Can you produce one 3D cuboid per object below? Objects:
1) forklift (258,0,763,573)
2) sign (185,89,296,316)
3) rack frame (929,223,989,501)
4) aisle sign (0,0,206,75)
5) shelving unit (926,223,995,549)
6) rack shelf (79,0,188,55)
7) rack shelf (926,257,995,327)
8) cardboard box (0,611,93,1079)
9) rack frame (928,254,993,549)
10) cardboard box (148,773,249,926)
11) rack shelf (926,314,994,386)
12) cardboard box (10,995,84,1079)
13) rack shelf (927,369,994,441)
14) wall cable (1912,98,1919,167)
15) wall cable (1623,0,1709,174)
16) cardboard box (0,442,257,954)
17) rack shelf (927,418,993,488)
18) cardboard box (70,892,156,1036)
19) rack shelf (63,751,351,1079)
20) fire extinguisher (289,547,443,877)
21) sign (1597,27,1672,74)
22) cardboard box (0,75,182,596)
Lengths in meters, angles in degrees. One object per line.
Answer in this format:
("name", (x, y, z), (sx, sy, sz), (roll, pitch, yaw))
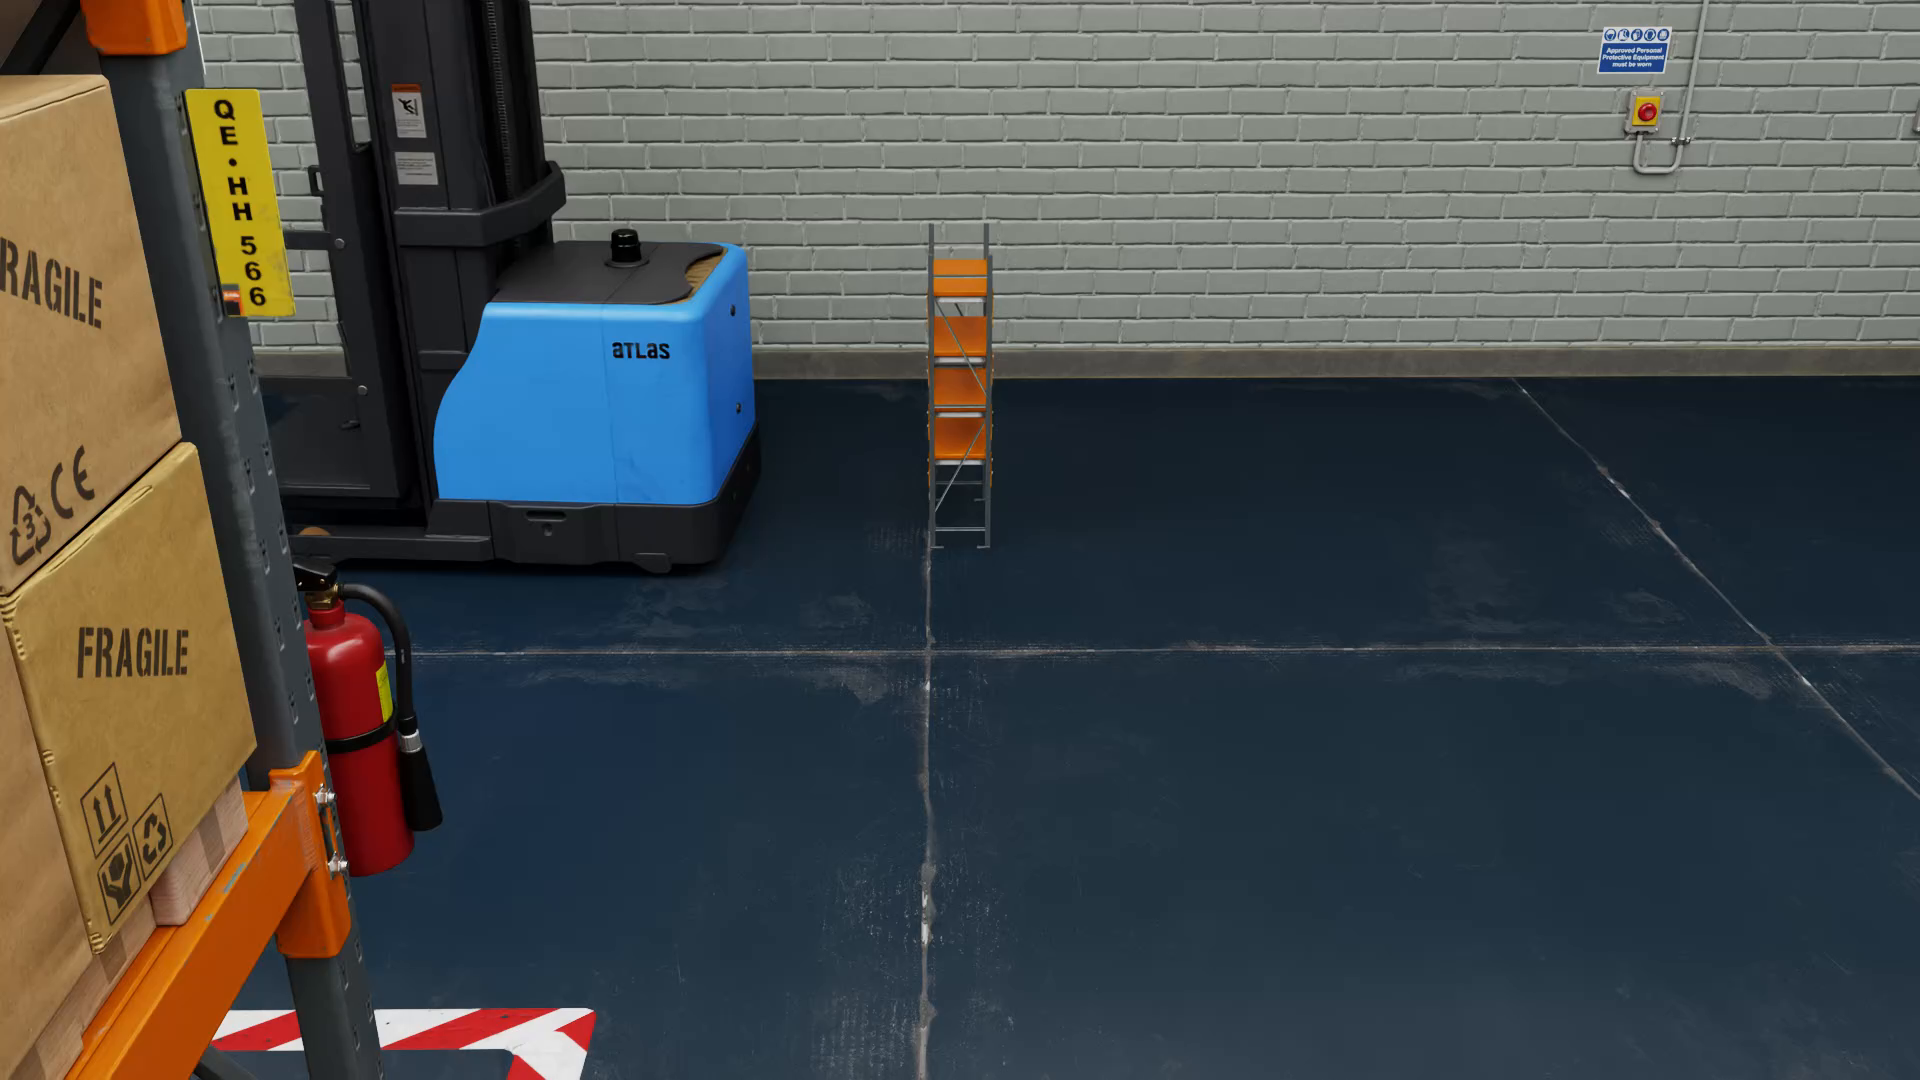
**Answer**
("forklift", (-2.394, -1.431, 6.358), (3.031, 2.935, 1.130), (2, 24, 4))
("sign", (-1.027, -0.478, 2.378), (0.100, 0.325, 0.005), (0, 24, -1))
("rack frame", (-0.004, -0.715, 6.876), (0.240, 1.200, 0.015), (0, 24, -1))
("aisle sign", (-1.282, -1.028, 2.228), (0.394, 0.787, 0.004), (0, 24, -1))
("shelving unit", (-0.002, -0.615, 6.654), (0.258, 1.200, 0.503), (0, 24, -1))
("rack shelf", (-1.560, -0.027, 0.403), (1.077, 0.370, 4.000), (0, 24, -1))
("rack shelf", (-0.002, -0.973, 6.492), (0.258, 0.148, 0.480), (0, 24, -1))
("cardboard box", (-1.319, 0.403, 1.737), (0.500, 0.500, 0.500), (-1, 24, -1))
("rack frame", (0.001, -0.514, 6.431), (0.240, 1.200, 0.015), (0, 24, -1))
("cardboard box", (-1.296, 0.435, 2.452), (0.380, 0.149, 0.250), (0, 24, 0))
("rack shelf", (-0.002, -0.757, 6.589), (0.258, 0.148, 0.480), (0, 24, -1))
("cardboard box", (-1.313, 0.641, 1.997), (0.380, 0.149, 0.250), (0, 24, -1))
("rack shelf", (-0.002, -0.554, 6.681), (0.258, 0.148, 0.480), (0, 24, -1))
("wall cable", (4.700, -2.674, 7.788), (0.588, 1.984, 0.122), (0, 24, -1))
("wall cable", (3.282, -2.677, 7.757), (0.585, 1.953, 0.123), (0, 24, -1))
("cardboard box", (-1.319, 0.191, 2.206), (0.500, 0.500, 0.500), (0, 24, 1))
("rack shelf", (-0.002, -0.373, 6.763), (0.258, 0.148, 0.480), (0, 24, -1))
("cardboard box", (-1.330, 0.538, 2.225), (0.380, 0.149, 0.250), (0, 24, -1))
("rack shelf", (-1.560, 1.340, 1.021), (1.077, 0.370, 4.000), (0, 24, -1))
("fire extinguisher", (-1.123, 0.287, 3.021), (0.296, 0.674, 0.183), (0, 24, -1))
("sign", (3.233, -2.348, 7.973), (0.327, 0.218, 0.001), (0, 24, -1))
("cardboard box", (-1.328, -0.261, 1.992), (0.500, 0.500, 0.500), (-1, 24, -2))
